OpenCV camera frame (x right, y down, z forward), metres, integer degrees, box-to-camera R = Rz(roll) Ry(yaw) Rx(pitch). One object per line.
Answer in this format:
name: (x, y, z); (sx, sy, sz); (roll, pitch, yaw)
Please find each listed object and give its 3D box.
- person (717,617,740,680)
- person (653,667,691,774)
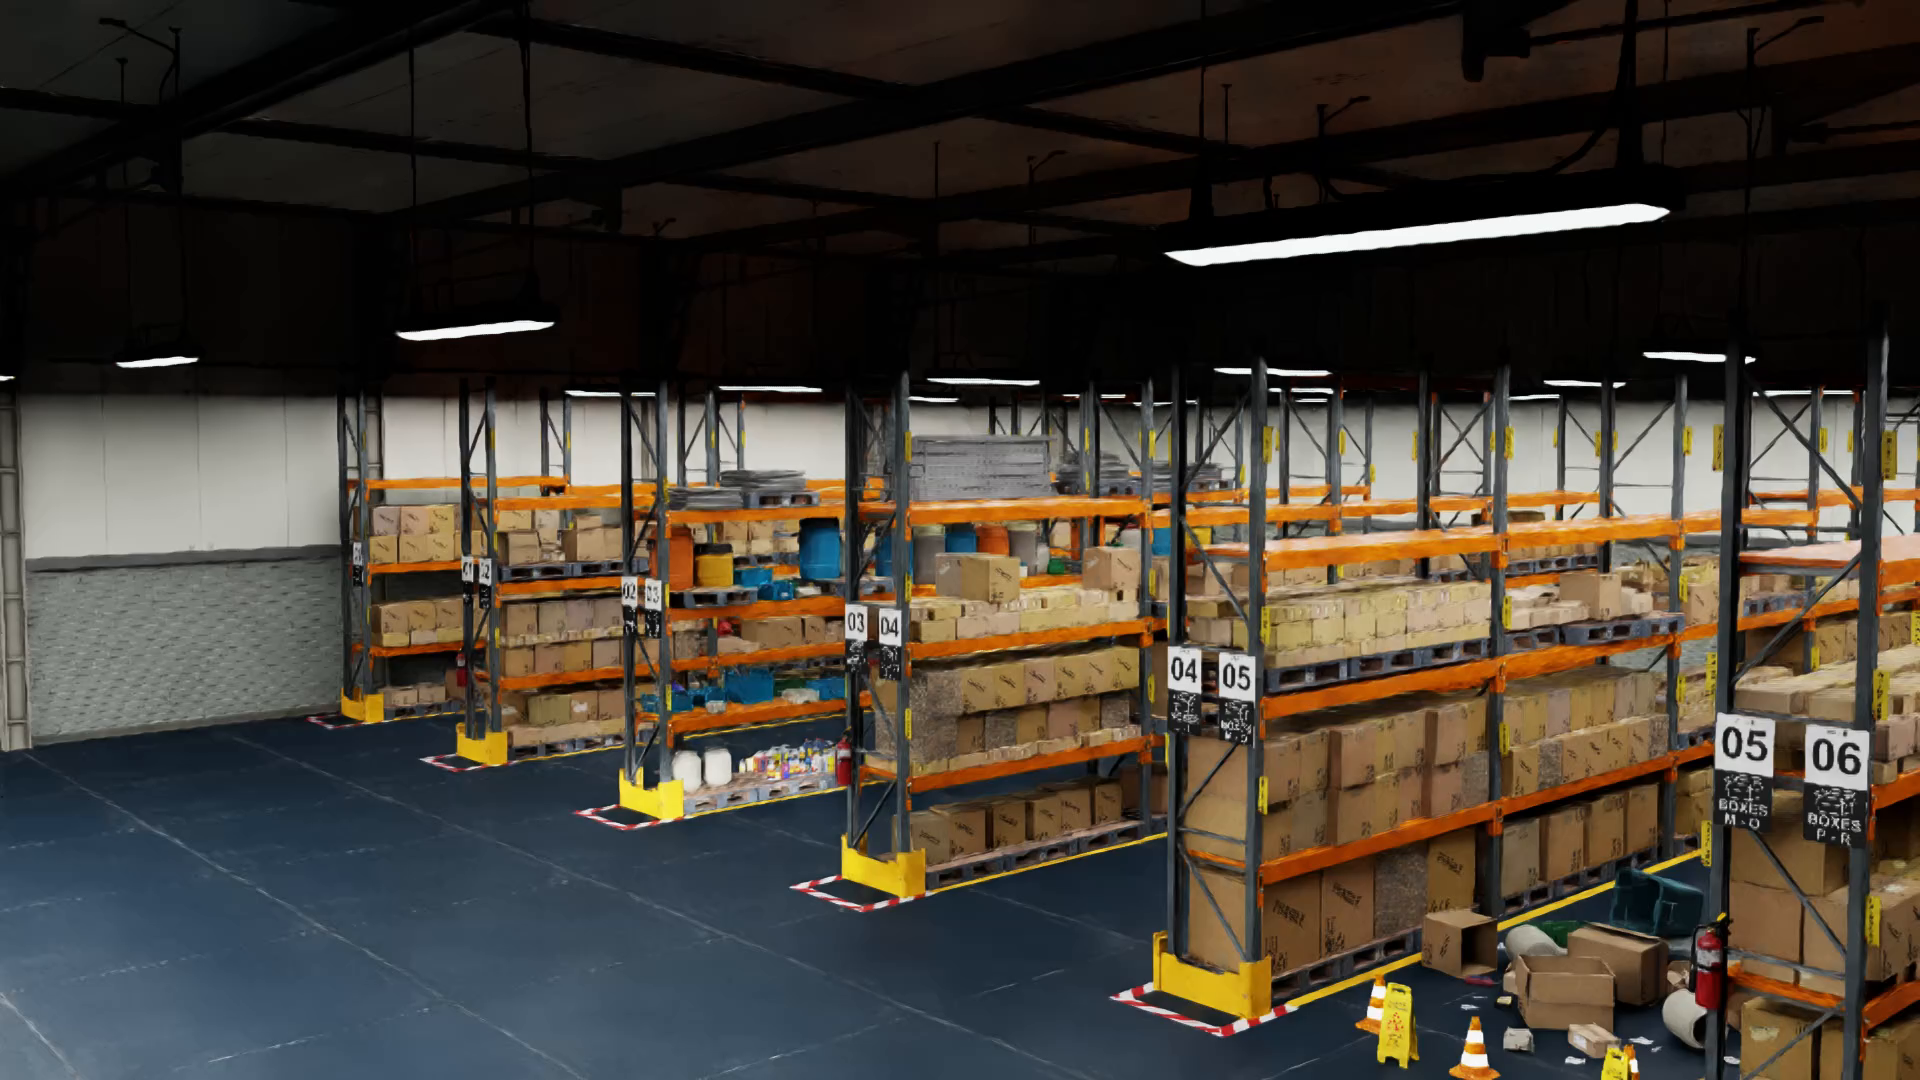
person: (-4.716, 2.171, 32.827); (1.126, 1.645, 0.542); (-3, 5, -39)
person: (-4.346, 2.705, 25.138); (0.443, 1.587, 0.996); (3, 5, 40)
